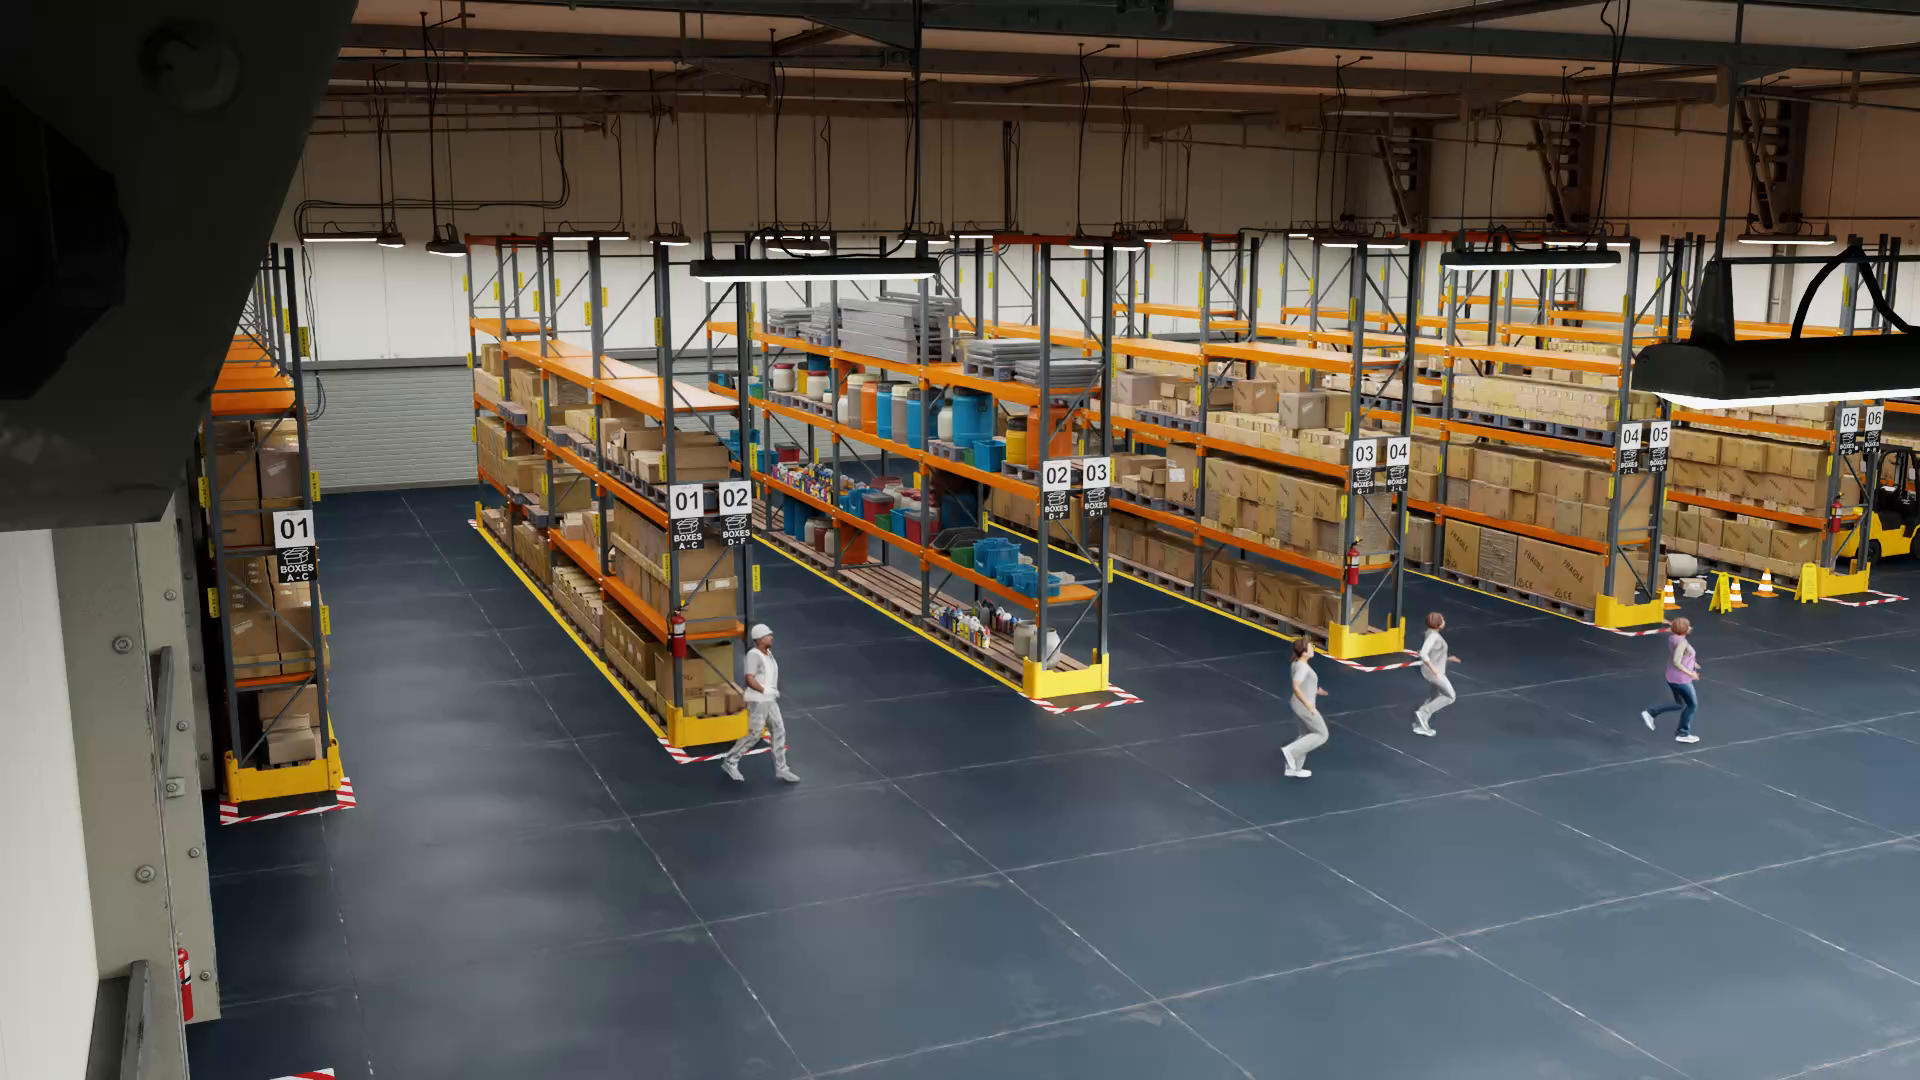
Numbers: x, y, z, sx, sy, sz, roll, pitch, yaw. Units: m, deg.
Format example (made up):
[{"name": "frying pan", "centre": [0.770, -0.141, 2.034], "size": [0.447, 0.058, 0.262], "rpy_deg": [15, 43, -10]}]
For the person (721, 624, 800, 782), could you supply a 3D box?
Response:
[{"name": "person", "centre": [-2.220, 1.835, 18.941], "size": [0.886, 1.768, 0.741], "rpy_deg": [2, 11, 11]}]

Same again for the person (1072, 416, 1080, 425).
[{"name": "person", "centre": [2.633, -2.255, 40.250], "size": [0.732, 1.697, 0.614], "rpy_deg": [4, 12, 19]}]

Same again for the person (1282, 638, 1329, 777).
[{"name": "person", "centre": [3.947, 1.916, 18.979], "size": [0.557, 1.627, 0.559], "rpy_deg": [-1, 11, -3]}]

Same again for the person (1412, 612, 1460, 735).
[{"name": "person", "centre": [5.891, 1.653, 20.508], "size": [0.542, 1.562, 0.528], "rpy_deg": [1, 11, 7]}]

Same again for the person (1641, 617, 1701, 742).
[{"name": "person", "centre": [8.715, 1.706, 20.256], "size": [0.680, 1.547, 0.542], "rpy_deg": [1, 11, 7]}]
